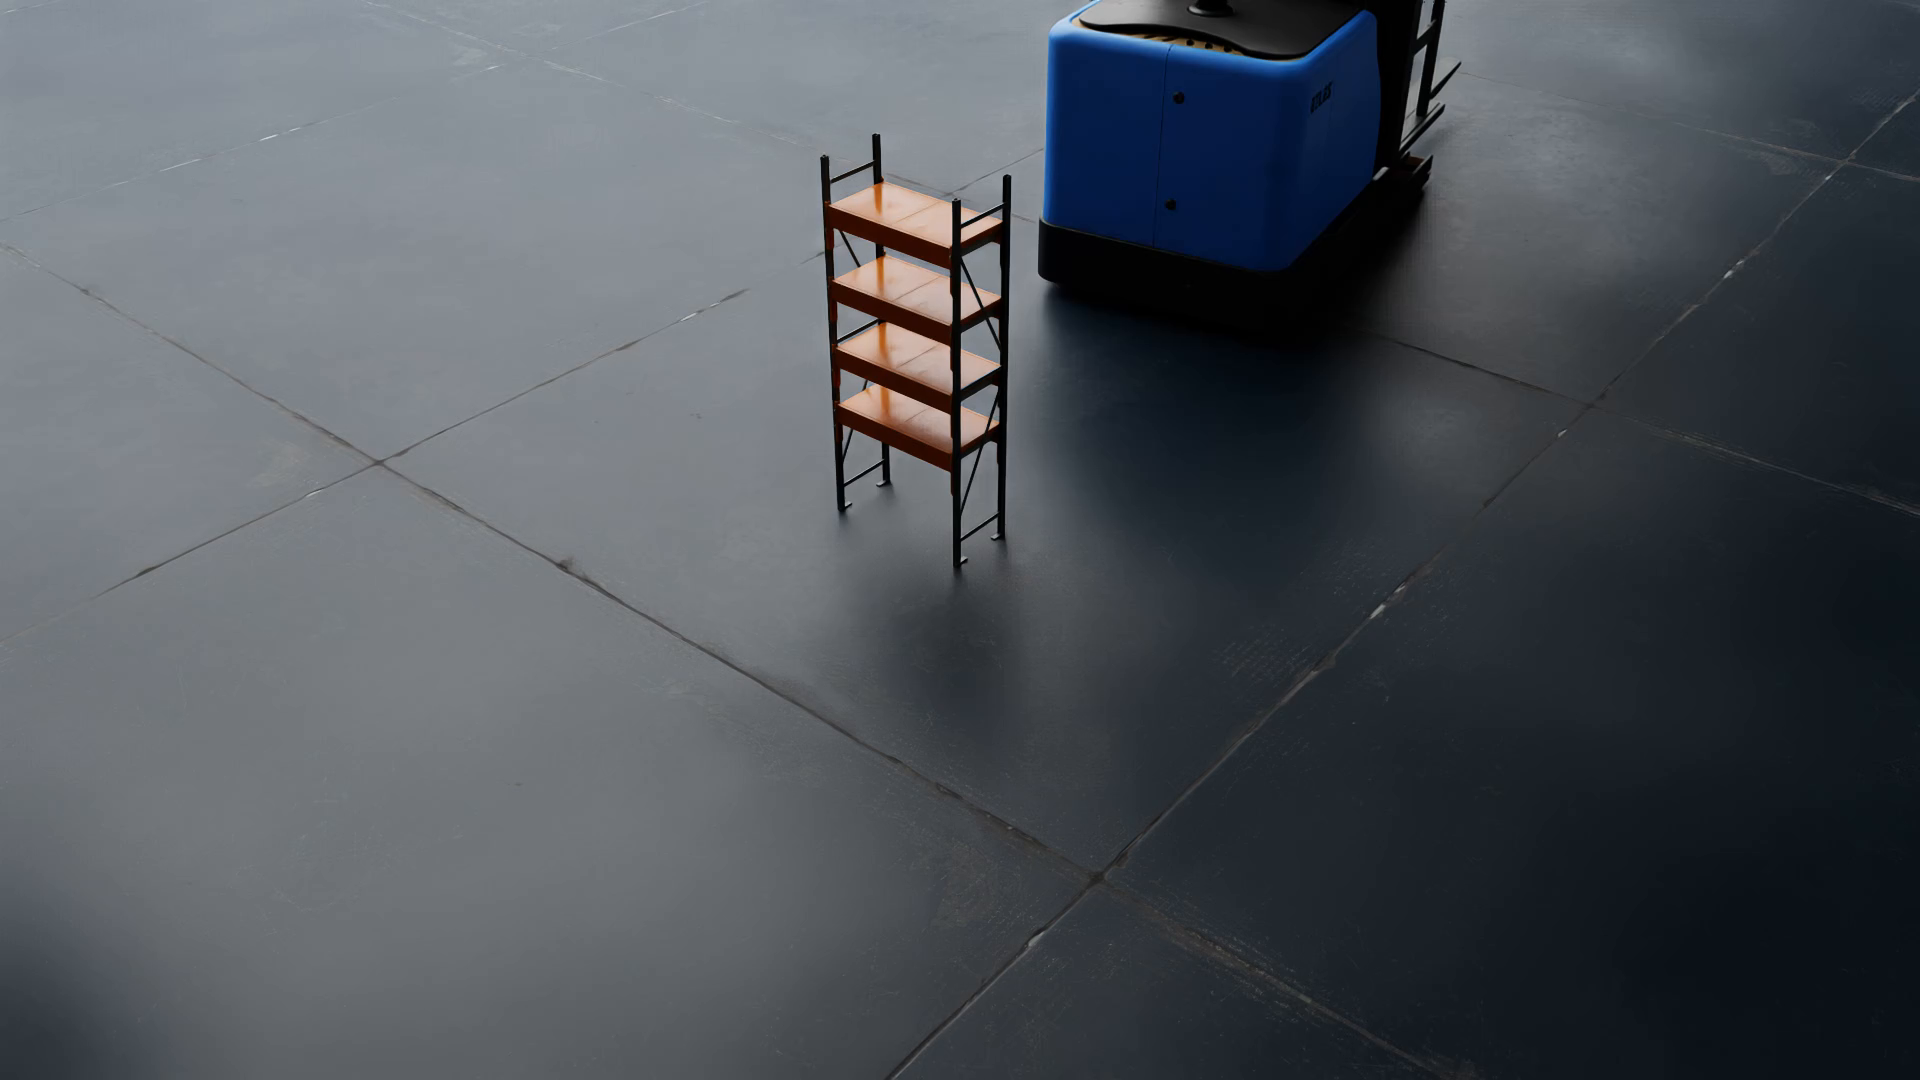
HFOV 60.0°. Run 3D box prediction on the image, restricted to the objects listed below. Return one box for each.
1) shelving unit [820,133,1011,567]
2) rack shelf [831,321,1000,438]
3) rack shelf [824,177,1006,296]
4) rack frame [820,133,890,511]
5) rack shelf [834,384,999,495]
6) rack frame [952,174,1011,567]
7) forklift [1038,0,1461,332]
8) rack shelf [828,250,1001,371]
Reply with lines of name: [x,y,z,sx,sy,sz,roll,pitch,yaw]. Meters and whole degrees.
shelving unit: [-0.127,-0.555,4.998,0.503,1.200,0.258,25,42,32]
rack shelf: [-0.127,-0.499,5.036,0.480,0.148,0.258,25,42,32]
rack shelf: [-0.127,-0.878,4.775,0.480,0.148,0.258,25,42,32]
rack frame: [-0.315,-0.643,5.126,0.015,1.200,0.240,25,42,32]
rack shelf: [-0.127,-0.335,5.148,0.480,0.148,0.258,25,42,32]
rack frame: [0.060,-0.466,4.869,0.015,1.200,0.240,25,42,32]
forklift: [1.481,-2.802,6.740,1.130,2.935,3.031,18,38,24]
rack shelf: [-0.127,-0.683,4.909,0.480,0.148,0.258,25,42,32]
